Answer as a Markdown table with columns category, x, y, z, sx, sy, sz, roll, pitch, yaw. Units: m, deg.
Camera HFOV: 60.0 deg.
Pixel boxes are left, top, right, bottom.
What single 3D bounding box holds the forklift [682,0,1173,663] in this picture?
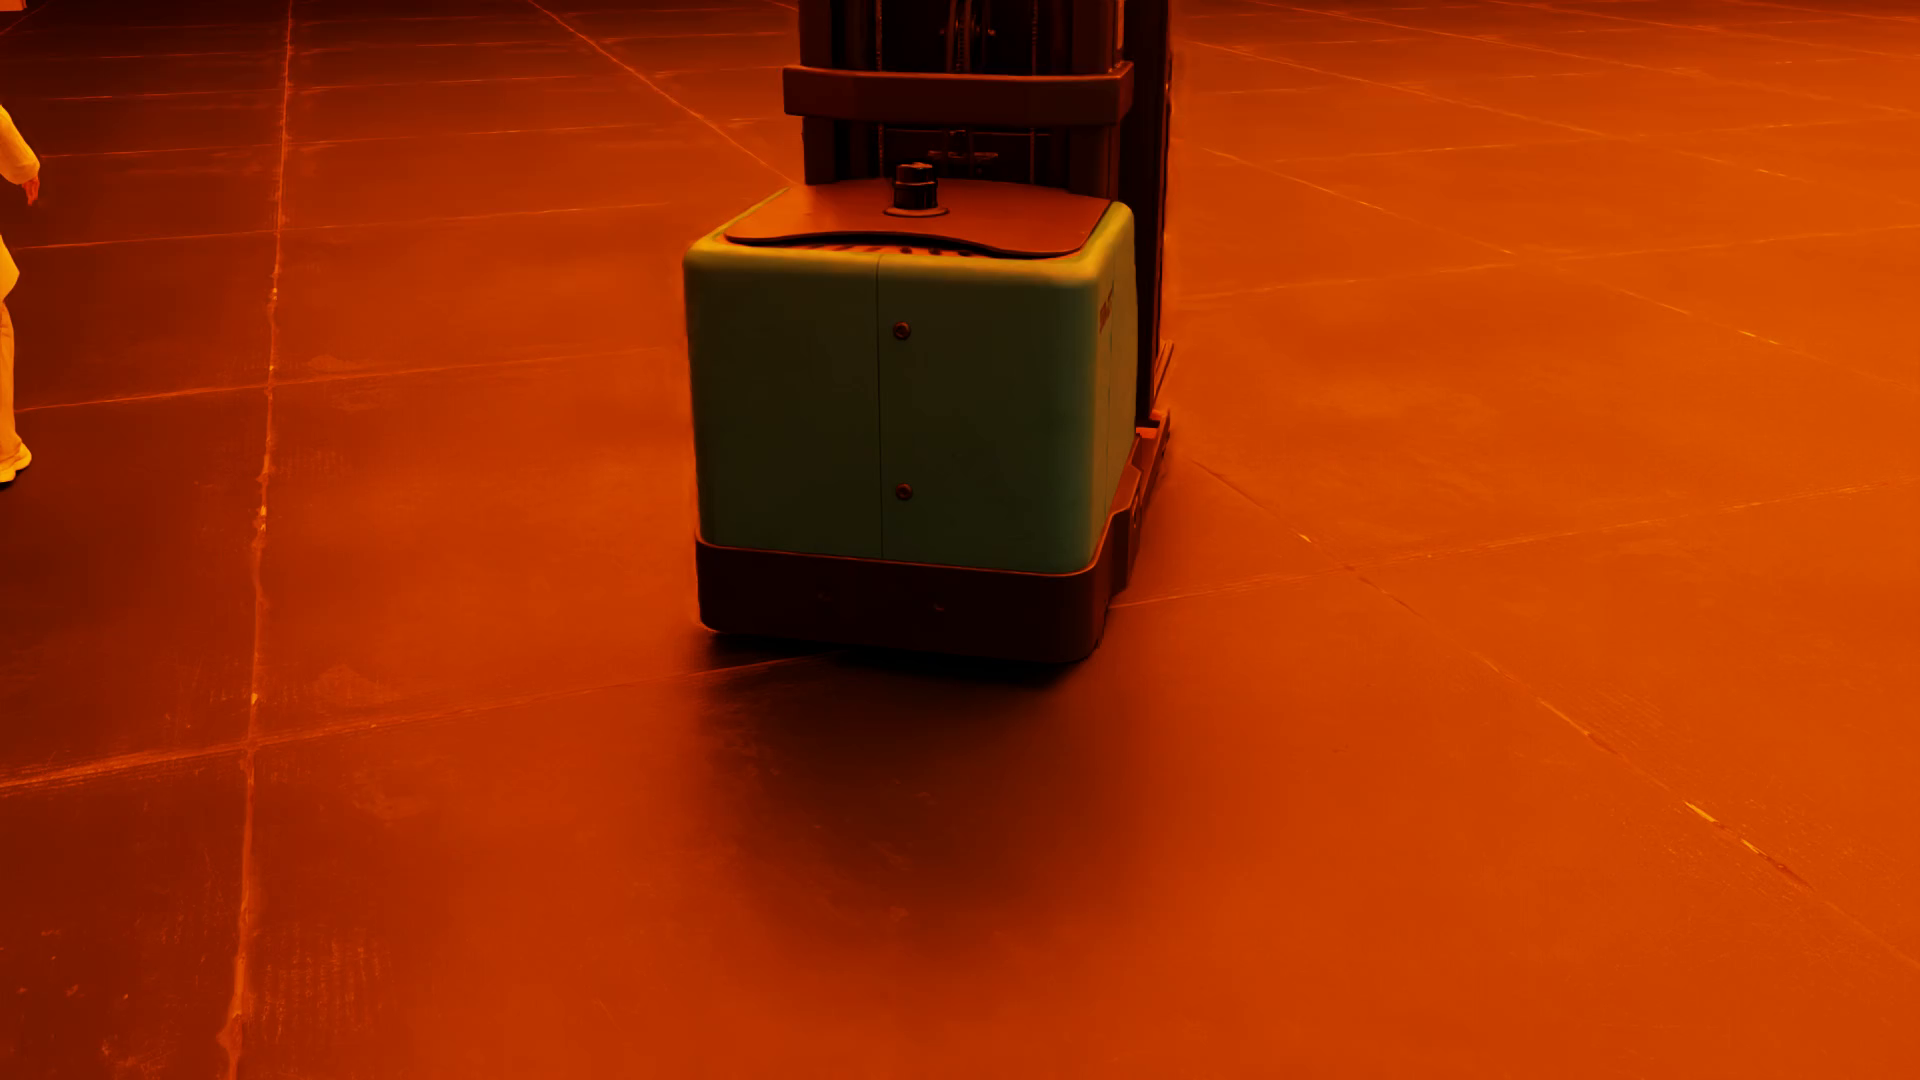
| category | x | y | z | sx | sy | sz | roll | pitch | yaw |
| --- | --- | --- | --- | --- | --- | --- | --- | --- | --- |
| forklift | 0.117 | -1.584 | 5.066 | 1.130 | 2.935 | 3.031 | 5 | 23 | 11 |

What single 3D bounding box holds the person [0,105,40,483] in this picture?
| category | x | y | z | sx | sy | sz | roll | pitch | yaw |
| --- | --- | --- | --- | --- | --- | --- | --- | --- | --- |
| person | -3.307 | -0.970 | 5.237 | 0.829 | 1.736 | 0.644 | -5 | 23 | -11 |
